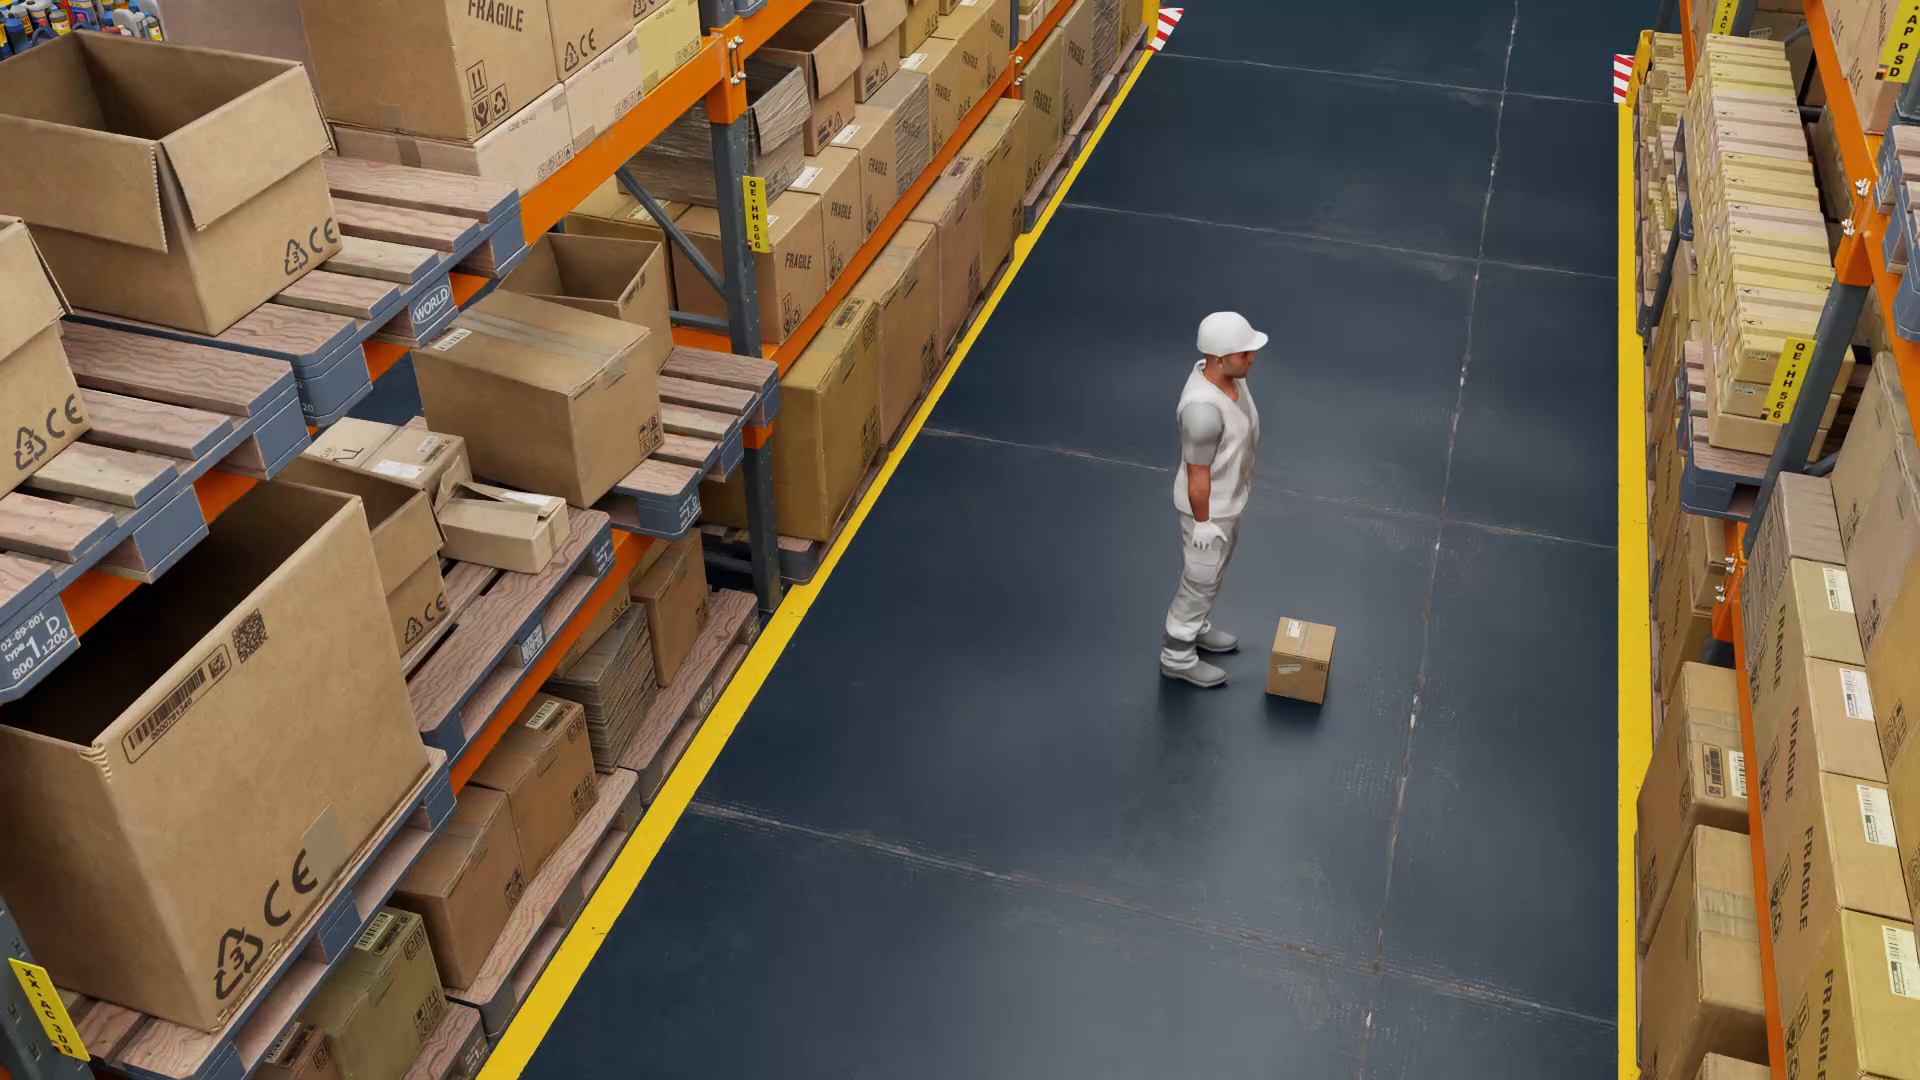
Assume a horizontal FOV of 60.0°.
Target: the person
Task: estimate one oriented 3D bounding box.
[{"bbox_3d":[1.080,-0.173,7.104,0.346,1.787,0.523,12,38,15],"label":"person"}]
